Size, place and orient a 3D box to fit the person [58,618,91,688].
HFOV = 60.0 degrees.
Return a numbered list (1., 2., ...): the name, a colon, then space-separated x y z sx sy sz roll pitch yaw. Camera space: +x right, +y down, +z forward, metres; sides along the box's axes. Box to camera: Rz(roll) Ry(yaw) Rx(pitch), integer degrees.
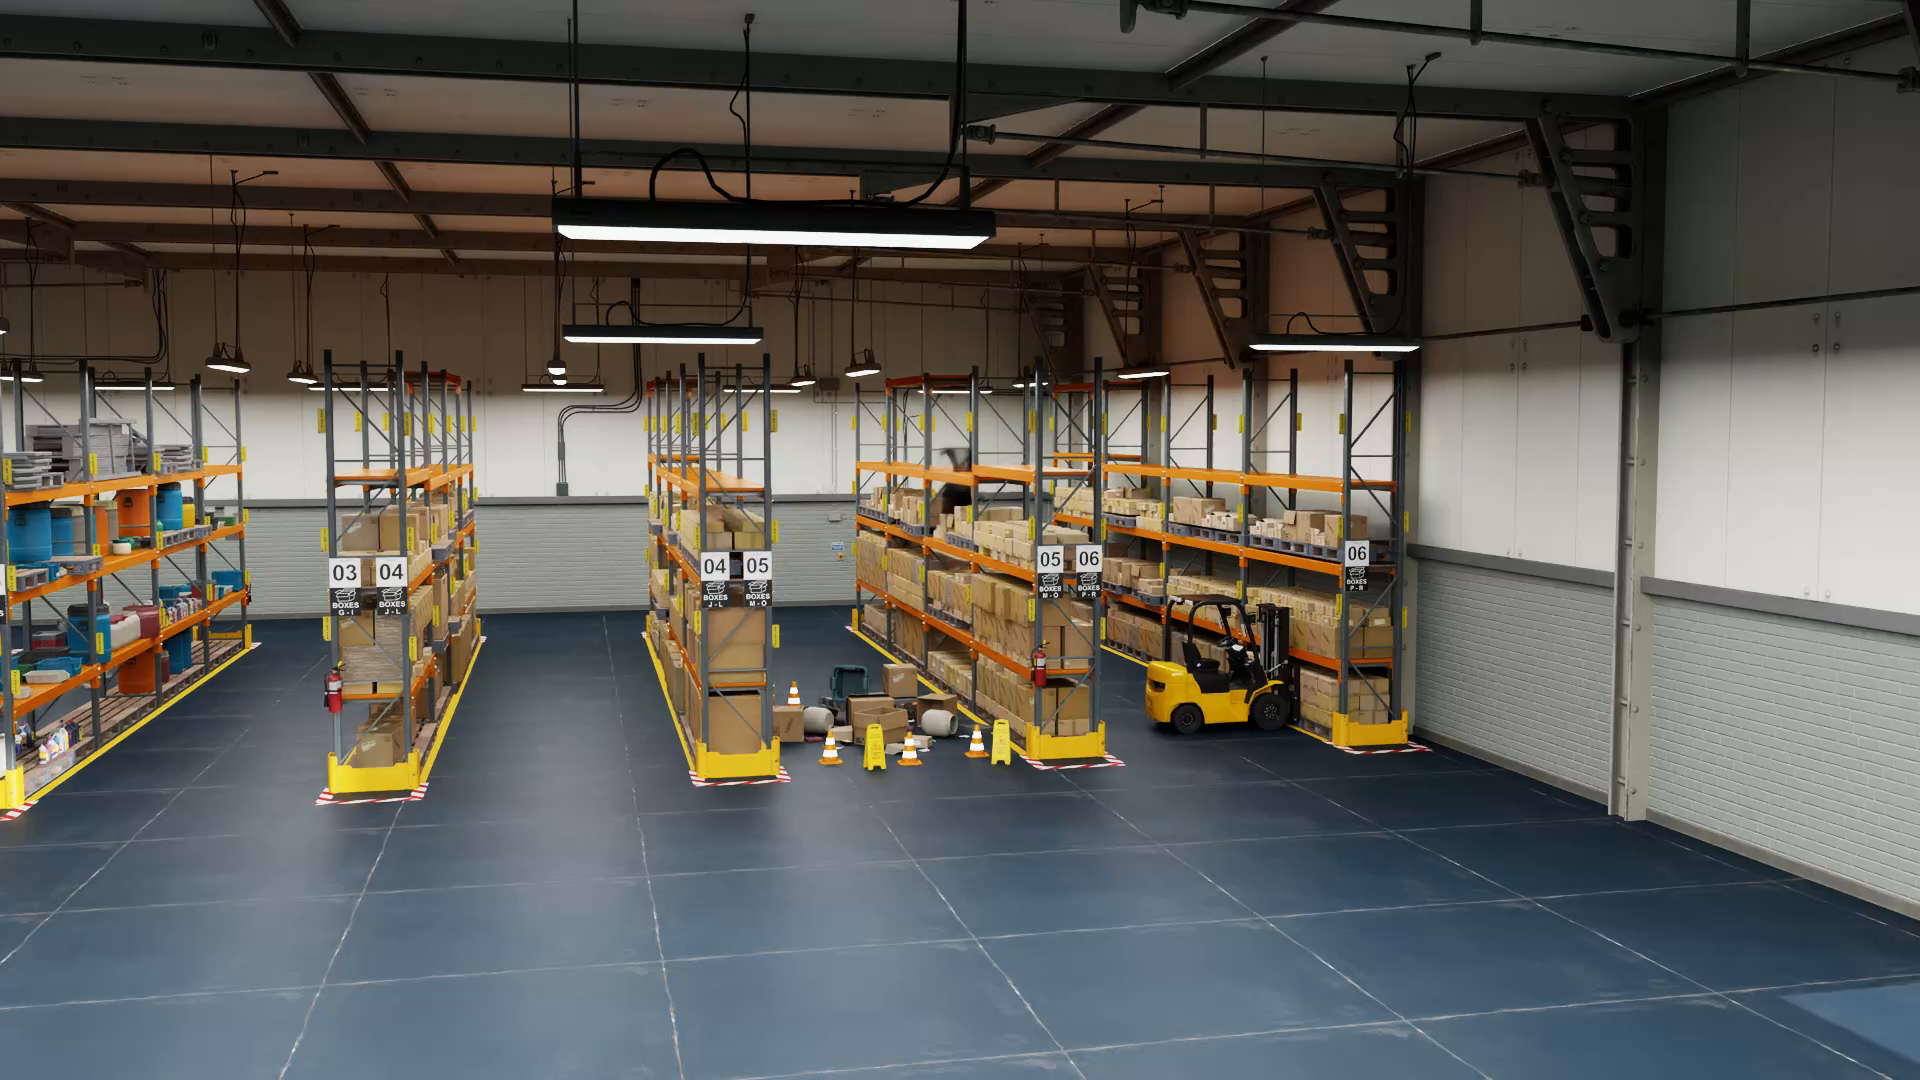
1. person: -16.654 2.028 31.490 0.738 1.589 0.886 -2 4 -27
